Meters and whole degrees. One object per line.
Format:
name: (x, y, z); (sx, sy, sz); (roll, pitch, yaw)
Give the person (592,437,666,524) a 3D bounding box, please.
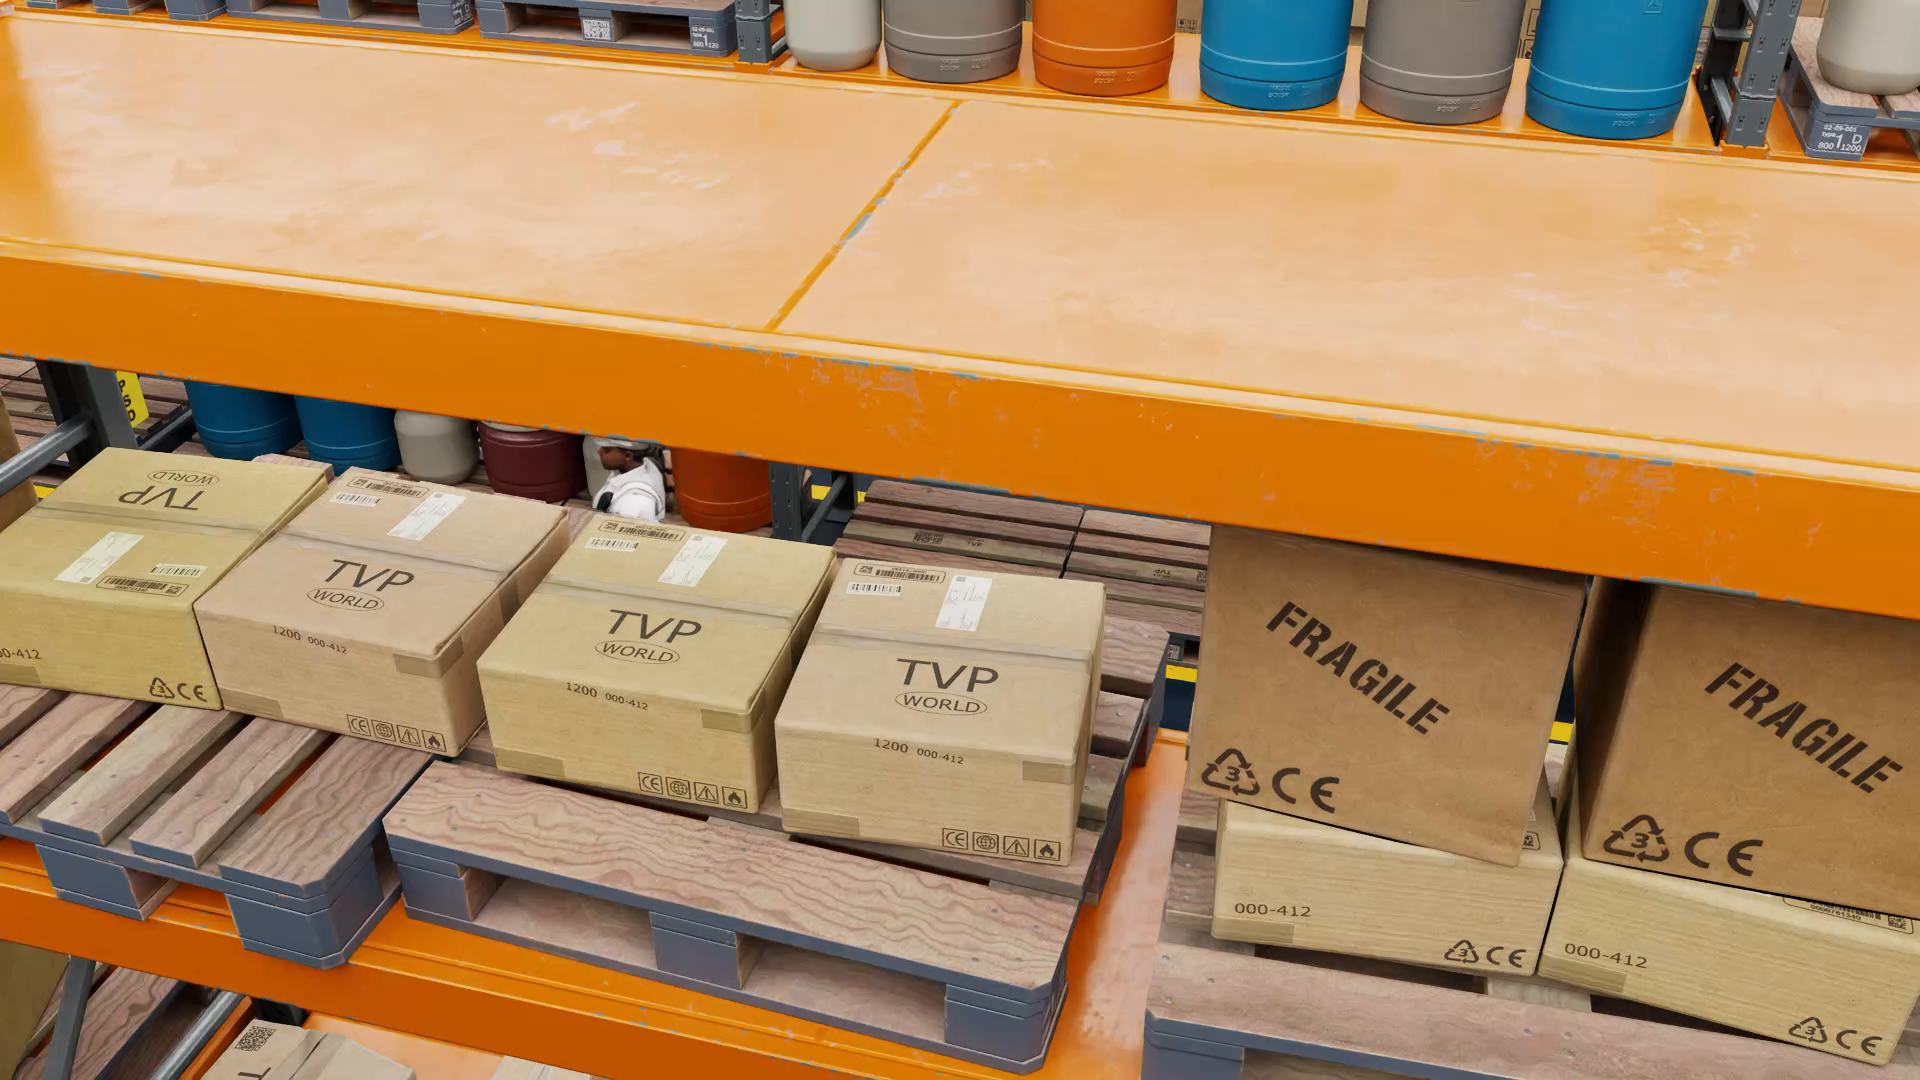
person: (-1.460, 0.189, 7.299); (0.422, 1.690, 0.450); (-4, 33, -7)
